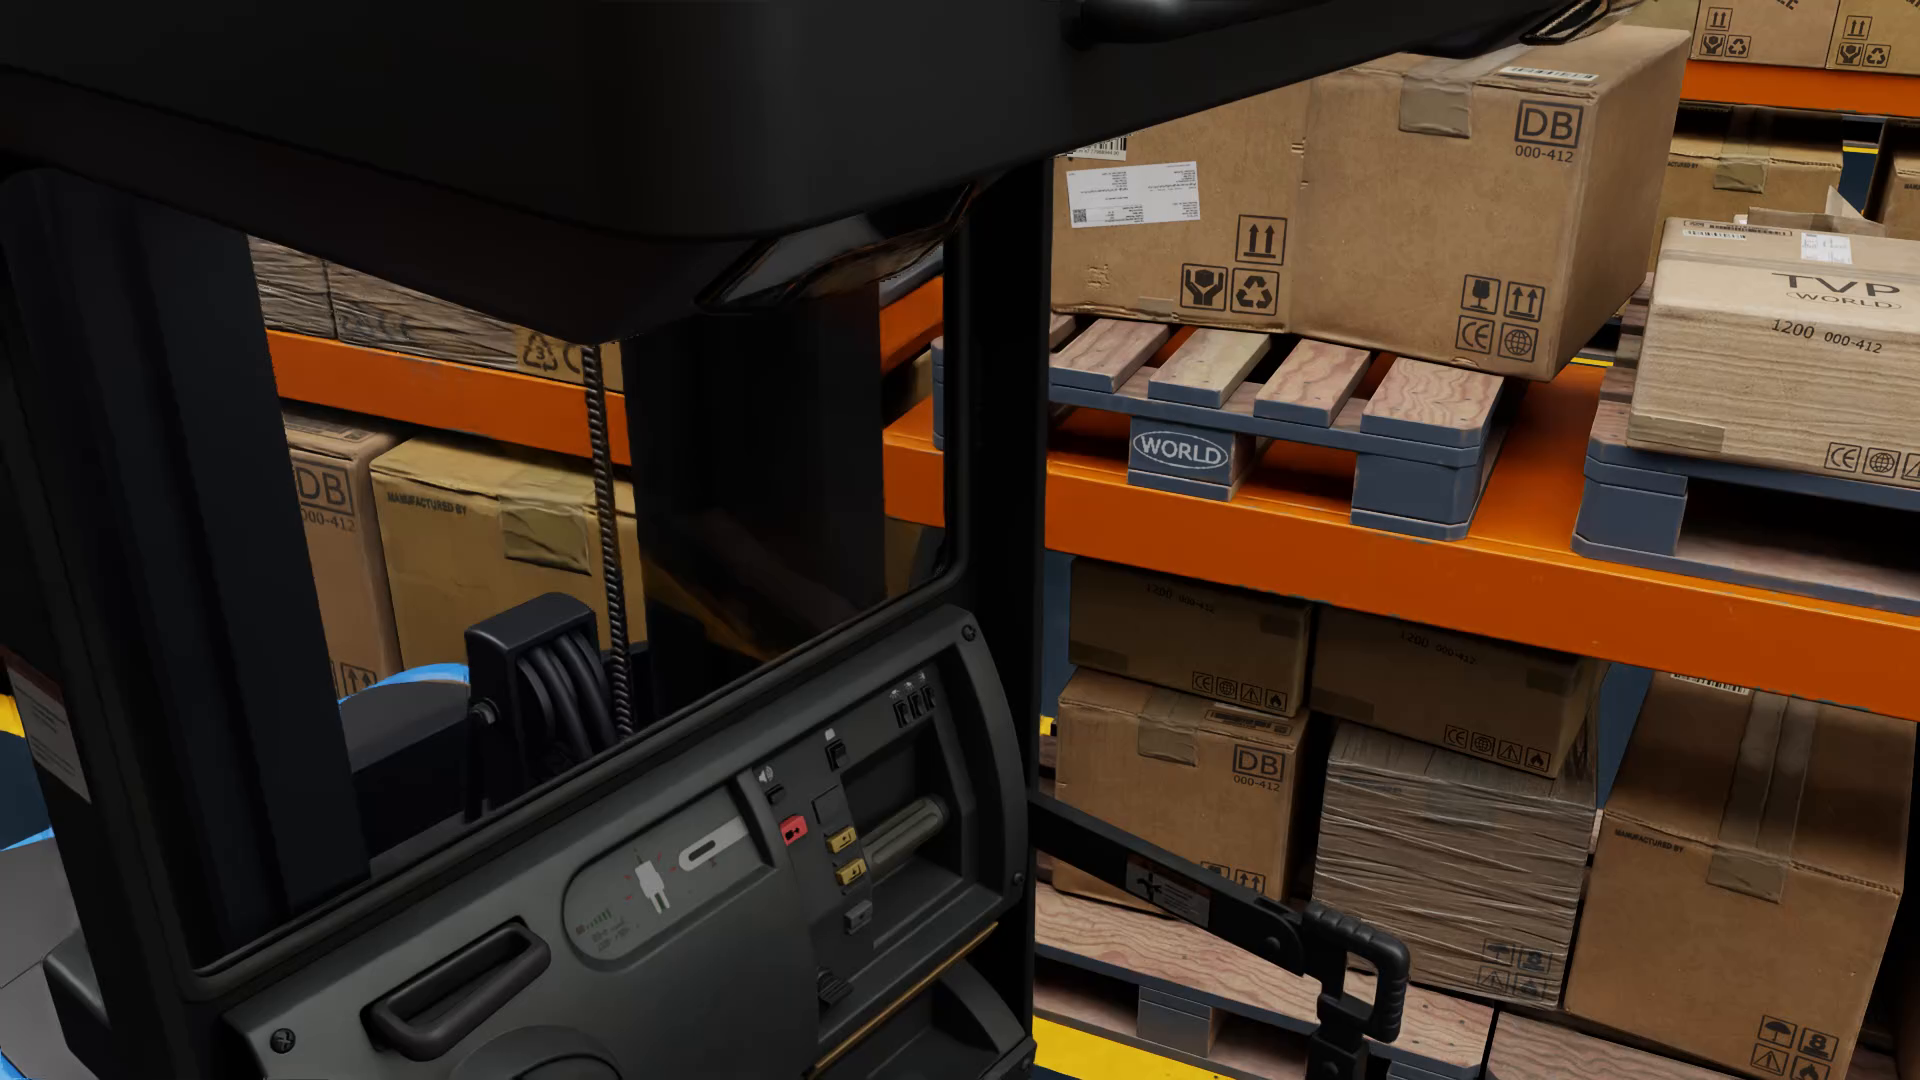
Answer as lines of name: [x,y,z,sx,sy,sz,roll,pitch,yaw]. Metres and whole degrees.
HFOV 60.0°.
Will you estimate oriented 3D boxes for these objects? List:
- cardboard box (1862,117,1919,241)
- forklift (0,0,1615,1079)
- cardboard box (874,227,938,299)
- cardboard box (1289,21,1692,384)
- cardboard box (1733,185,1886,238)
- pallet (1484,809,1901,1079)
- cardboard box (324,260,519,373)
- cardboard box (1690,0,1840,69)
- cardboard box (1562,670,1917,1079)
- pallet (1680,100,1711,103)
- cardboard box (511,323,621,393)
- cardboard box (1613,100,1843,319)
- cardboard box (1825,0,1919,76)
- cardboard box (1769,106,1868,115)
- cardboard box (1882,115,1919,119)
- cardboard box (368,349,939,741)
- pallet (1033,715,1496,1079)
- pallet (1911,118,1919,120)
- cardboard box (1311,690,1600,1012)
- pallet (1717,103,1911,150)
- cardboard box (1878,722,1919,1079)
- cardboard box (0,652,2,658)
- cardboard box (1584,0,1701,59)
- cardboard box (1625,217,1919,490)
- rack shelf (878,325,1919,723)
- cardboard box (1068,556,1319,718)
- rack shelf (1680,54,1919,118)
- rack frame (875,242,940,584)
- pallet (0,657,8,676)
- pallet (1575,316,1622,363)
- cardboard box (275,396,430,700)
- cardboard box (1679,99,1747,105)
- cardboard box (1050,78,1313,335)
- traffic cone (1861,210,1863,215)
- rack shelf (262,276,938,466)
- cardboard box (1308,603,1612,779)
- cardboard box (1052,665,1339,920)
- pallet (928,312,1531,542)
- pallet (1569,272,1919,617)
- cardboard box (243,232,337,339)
cardboard box: [4.251,-1.271,7.007,0.750,0.750,1.050,11,28,22]
forklift: [-0.089,0.421,1.577,3.031,2.935,1.130,20,33,35]
cardboard box: [-0.386,-0.835,3.937,0.500,0.500,0.500,12,29,23]
cardboard box: [1.001,-0.681,3.148,0.500,0.500,0.700,16,30,29]
cardboard box: [1.573,-0.524,3.095,0.258,0.266,0.396,11,28,20]
pallet: [1.761,1.026,3.427,1.213,0.211,1.003,11,28,22]
cardboard box: [-1.060,-0.721,3.705,0.500,0.500,0.500,11,28,21]
cardboard box: [3.308,-2.238,6.786,0.500,0.500,0.500,11,28,22]
cardboard box: [1.591,0.644,3.378,0.500,0.500,0.700,14,29,26]
pallet: [4.756,-3.182,11.974,1.213,0.211,1.003,11,28,22]
cardboard box: [-0.608,-0.627,3.515,0.500,0.500,0.500,12,29,23]
cardboard box: [3.403,-1.441,7.352,0.750,0.750,1.050,12,29,23]
cardboard box: [3.761,-2.146,6.599,0.500,0.500,0.500,11,28,21]
cardboard box: [5.919,-3.206,11.366,0.625,0.372,0.950,12,29,23]
cardboard box: [6.553,-3.080,11.109,0.625,0.372,0.950,13,29,25]
cardboard box: [-0.676,0.038,4.206,0.875,0.875,1.225,10,28,19]
pallet: [0.654,0.803,3.881,1.213,0.211,1.003,11,28,22]
pallet: [6.978,-2.736,11.068,1.213,0.211,1.003,11,28,22]
cardboard box: [1.072,0.543,3.583,0.500,0.500,0.700,9,28,18]
pallet: [5.863,-2.959,11.520,1.213,0.211,1.003,11,28,22]
cardboard box: [2.099,0.746,3.171,0.500,0.500,0.700,9,28,17]
cardboard box: [-2.293,-0.287,4.866,0.875,0.875,1.225,10,28,20]
cardboard box: [2.850,-2.330,6.974,0.500,0.500,0.500,11,28,21]
cardboard box: [1.374,-0.314,2.687,0.500,0.250,0.500,11,28,20]
rack shelf: [1.764,0.096,2.973,4.000,0.370,1.077,11,28,22]
cardboard box: [0.566,0.106,3.621,0.500,0.250,0.500,13,29,24]
rack shelf: [3.909,-1.879,6.986,4.000,0.370,1.077,11,28,22]
rack frame: [-0.057,-0.592,3.556,0.127,3.000,1.000,11,28,22]
pallet: [-2.964,0.038,5.433,1.213,0.211,1.003,11,28,22]
pallet: [2.775,-1.142,7.831,1.213,0.211,1.003,11,28,22]
cardboard box: [-1.484,-0.128,4.544,0.875,0.875,1.225,11,28,22]
cardboard box: [5.231,-3.347,11.652,0.625,0.372,0.950,11,28,21]
cardboard box: [0.452,-0.743,3.274,0.500,0.500,0.500,8,27,15]
traffic cone: [5.301,-2.022,9.333,0.334,0.463,0.336,11,28,22]
rack shelf: [-1.877,-0.635,4.458,4.000,0.370,1.077,11,28,22]
cardboard box: [1.053,0.199,3.433,0.500,0.250,0.500,15,30,28]
cardboard box: [0.562,0.447,3.779,0.500,0.500,0.700,10,28,19]
pallet: [0.636,-0.418,3.421,1.003,0.211,1.213,11,28,22]
pallet: [1.762,-0.160,2.897,1.213,0.211,1.003,11,28,22]
cardboard box: [-1.534,-0.815,3.895,0.500,0.500,0.500,10,28,20]
